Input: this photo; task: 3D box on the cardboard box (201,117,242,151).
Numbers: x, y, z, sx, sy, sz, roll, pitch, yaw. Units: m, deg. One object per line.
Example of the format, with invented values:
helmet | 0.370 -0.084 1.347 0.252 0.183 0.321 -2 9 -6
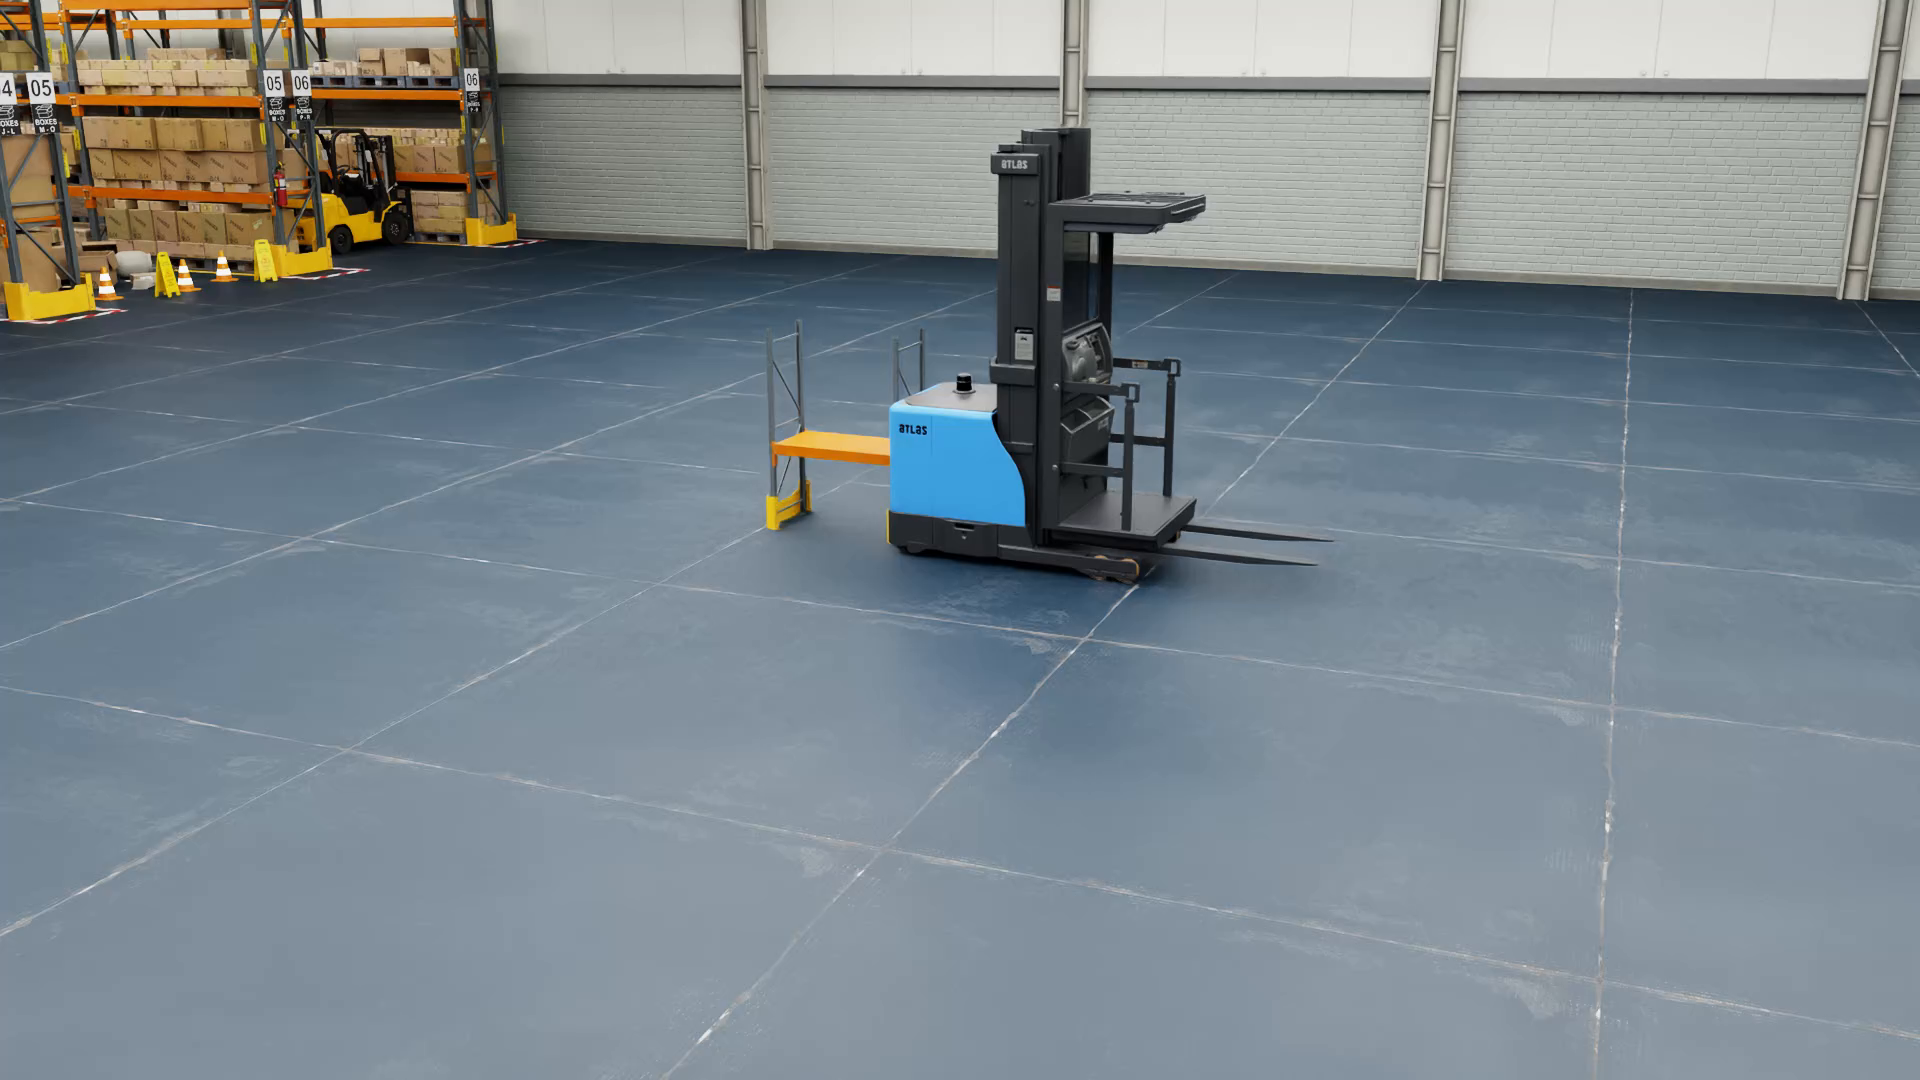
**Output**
cardboard box | -11.788 -6.560 26.882 0.500 0.500 0.700 6 17 21

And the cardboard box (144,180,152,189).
cardboard box | -13.321 -5.927 27.661 0.250 0.149 0.380 6 17 20

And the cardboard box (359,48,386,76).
cardboard box | -10.894 -9.049 31.467 0.637 0.503 0.797 7 18 22

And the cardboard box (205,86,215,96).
cardboard box | -11.888 -7.219 26.731 0.250 0.149 0.380 6 17 21

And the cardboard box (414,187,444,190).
cardboard box | -10.252 -6.691 32.225 0.500 0.250 0.500 6 17 20

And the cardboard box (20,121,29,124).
cardboard box | -16.581 -7.267 29.197 0.250 0.149 0.380 5 17 18

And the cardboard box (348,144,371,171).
cardboard box | -11.388 -7.371 32.003 0.500 0.500 0.500 6 17 20

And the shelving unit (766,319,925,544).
shelving unit | -0.842 -0.821 12.310 1.083 1.500 0.587 7 17 22

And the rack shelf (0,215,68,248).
rack shelf | -14.347 -4.404 23.254 4.000 0.370 1.077 6 17 21

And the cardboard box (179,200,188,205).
cardboard box | -15.813 -6.939 34.202 0.625 0.625 0.875 7 18 22

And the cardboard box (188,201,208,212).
cardboard box | -12.449 -5.480 27.342 0.250 0.149 0.380 7 18 23

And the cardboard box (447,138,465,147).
cardboard box | -9.372 -7.449 31.110 0.250 0.149 0.380 7 17 21

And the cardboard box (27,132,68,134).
cardboard box | -15.461 -6.679 28.334 0.500 0.500 0.500 6 17 21

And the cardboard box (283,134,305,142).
cardboard box | -13.067 -7.873 32.570 0.250 0.149 0.380 7 18 23

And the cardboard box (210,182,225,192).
cardboard box | -11.948 -5.749 27.046 0.250 0.149 0.380 7 17 22

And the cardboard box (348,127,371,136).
cardboard box | -11.510 -7.829 31.886 0.250 0.149 0.380 6 17 20

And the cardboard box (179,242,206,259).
cardboard box | -12.583 -4.840 27.646 0.500 0.250 0.500 6 17 19

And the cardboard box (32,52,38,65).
cardboard box | -16.029 -8.184 28.221 0.500 0.250 0.500 7 17 22

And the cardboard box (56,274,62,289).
cardboard box | -13.933 -3.943 25.280 0.258 0.266 0.396 10 19 30

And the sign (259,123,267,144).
sign | -10.987 -6.405 26.213 0.005 0.325 0.100 6 17 21

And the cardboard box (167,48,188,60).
cardboard box | -15.298 -9.521 33.096 0.500 0.500 0.700 6 17 20

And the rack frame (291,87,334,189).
rack frame | -12.668 -7.536 32.752 0.127 3.000 1.000 6 17 21

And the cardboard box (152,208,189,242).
cardboard box | -13.052 -5.254 27.726 0.500 0.500 0.500 7 18 24

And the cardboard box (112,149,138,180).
cardboard box | -13.703 -6.277 27.701 0.500 0.500 0.500 6 17 20

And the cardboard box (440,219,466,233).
cardboard box | -9.500 -5.974 31.551 0.500 0.250 0.500 6 17 21

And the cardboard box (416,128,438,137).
cardboard box | -10.056 -7.693 31.416 0.250 0.149 0.380 6 17 21

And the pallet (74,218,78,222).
pallet | -19.339 -6.942 35.707 1.213 0.211 1.003 6 17 21

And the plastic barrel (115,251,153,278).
plastic barrel | -13.241 -4.421 26.642 0.512 0.421 0.421 -9 18 -27

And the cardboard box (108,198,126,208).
cardboard box | -17.323 -6.988 34.595 0.500 0.500 0.500 6 17 20

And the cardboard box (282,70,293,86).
cardboard box | -11.134 -7.471 26.884 0.500 0.250 0.500 6 17 20

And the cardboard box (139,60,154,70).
cardboard box | -13.080 -7.715 27.010 0.250 0.149 0.380 6 17 20

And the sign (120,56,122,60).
sign | -14.293 -8.079 28.314 0.005 0.325 0.100 6 17 21

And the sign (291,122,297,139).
sign | -12.858 -7.912 32.114 0.005 0.325 0.100 6 17 21

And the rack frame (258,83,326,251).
rack frame | -10.764 -5.839 26.907 0.127 3.000 1.000 6 17 21

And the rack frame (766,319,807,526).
rack frame | -1.302 -0.875 12.496 0.032 1.500 0.500 7 17 22

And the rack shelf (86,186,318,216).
rack shelf | -12.625 -5.698 27.712 4.000 0.370 1.077 6 17 21

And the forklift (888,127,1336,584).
forklift | 1.057 -1.283 11.337 3.031 2.935 1.130 7 17 22

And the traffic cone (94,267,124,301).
traffic cone | -12.460 -3.749 24.259 0.334 0.463 0.336 6 17 21

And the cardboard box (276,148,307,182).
cardboard box | -11.103 -6.150 27.267 0.500 0.500 0.500 6 17 20

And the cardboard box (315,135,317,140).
cardboard box | -12.468 -7.795 32.301 0.250 0.149 0.380 6 17 20

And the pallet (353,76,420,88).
pallet | -10.734 -8.728 31.638 1.213 0.211 1.003 6 17 21

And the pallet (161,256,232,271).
pallet | -12.709 -4.725 28.072 1.213 0.211 1.003 6 17 21

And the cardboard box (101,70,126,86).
cardboard box | -13.693 -7.593 27.305 0.500 0.250 0.500 6 17 20

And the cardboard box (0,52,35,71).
cardboard box | -12.841 -6.422 22.338 0.500 0.250 0.500 6 17 21

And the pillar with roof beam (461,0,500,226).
pillar with roof beam | -10.843 -9.196 27.711 0.400 9.000 9.100 6 17 21

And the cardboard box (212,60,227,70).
cardboard box | -11.657 -7.558 26.467 0.250 0.149 0.380 6 17 20

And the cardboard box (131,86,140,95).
cardboard box | -13.328 -7.369 27.246 0.250 0.149 0.380 6 17 19

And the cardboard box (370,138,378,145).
cardboard box | -11.036 -7.632 31.738 0.250 0.149 0.380 6 17 19
